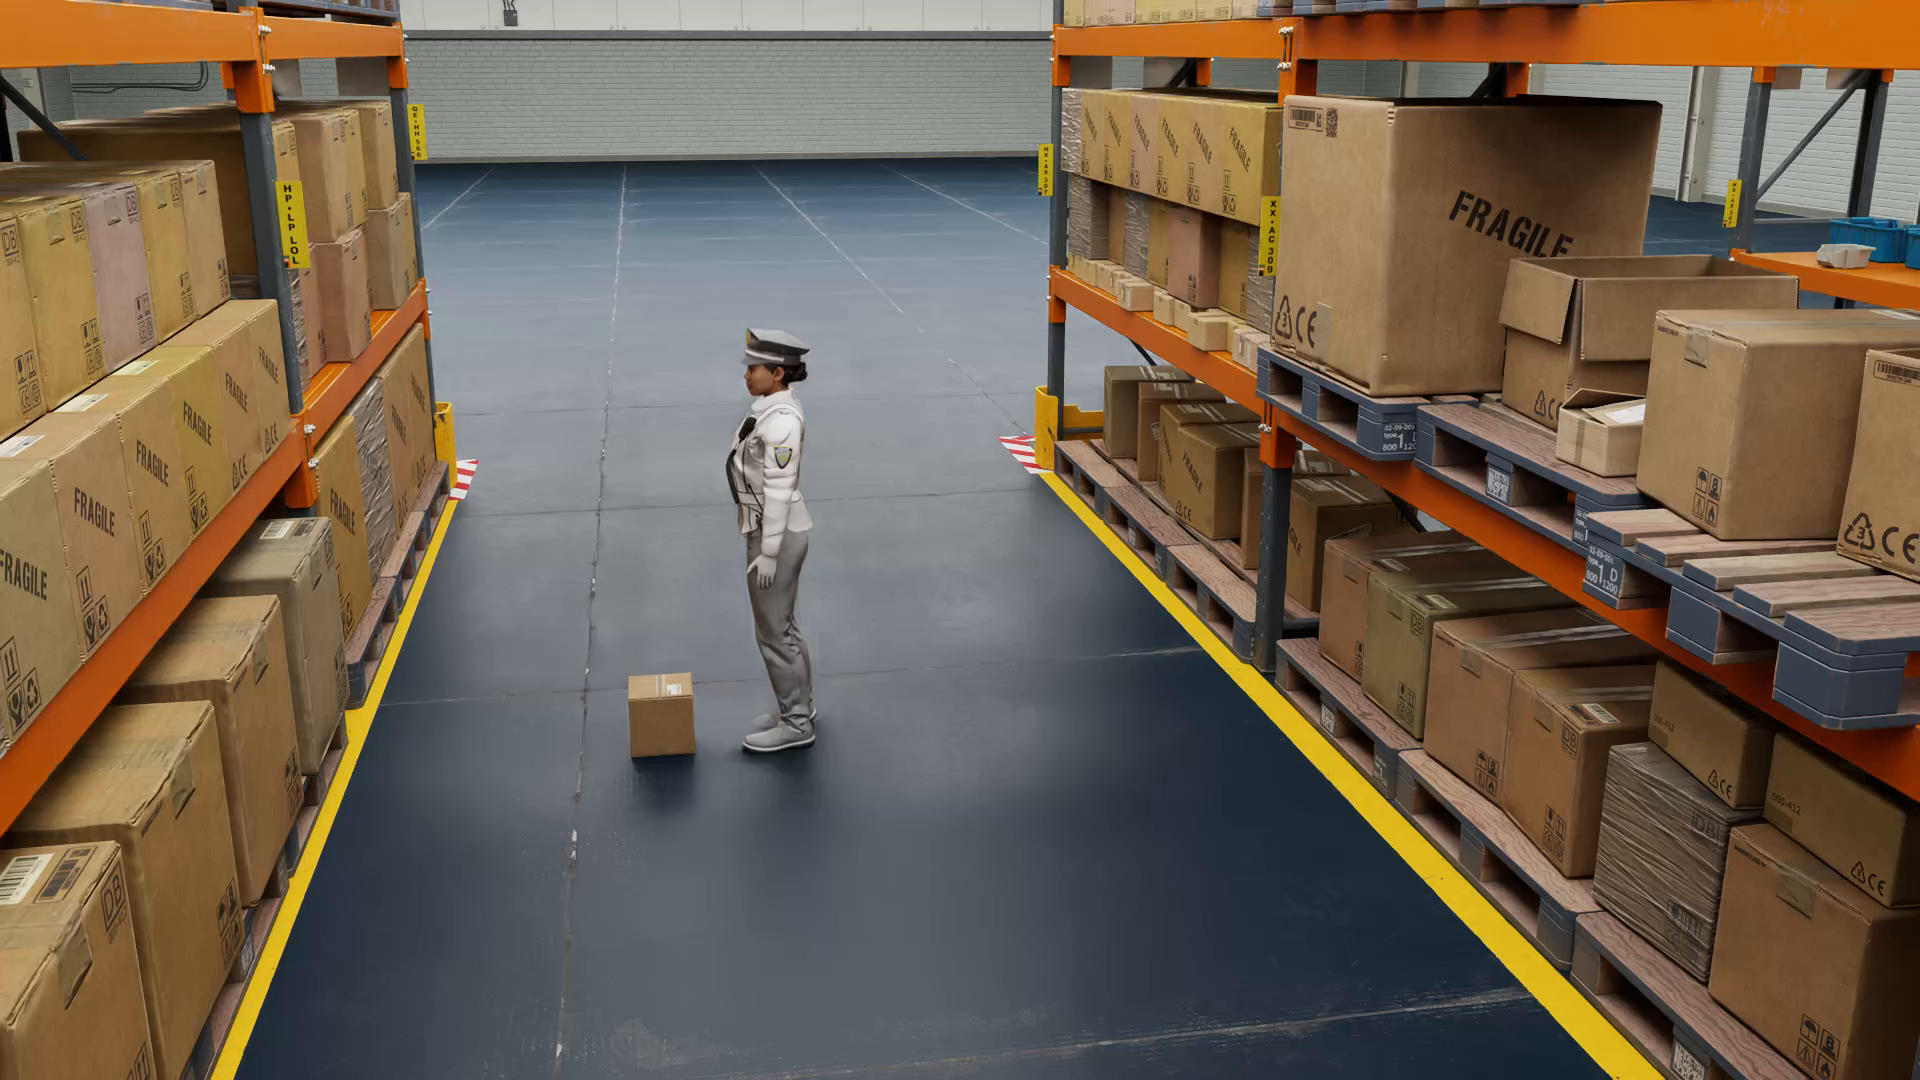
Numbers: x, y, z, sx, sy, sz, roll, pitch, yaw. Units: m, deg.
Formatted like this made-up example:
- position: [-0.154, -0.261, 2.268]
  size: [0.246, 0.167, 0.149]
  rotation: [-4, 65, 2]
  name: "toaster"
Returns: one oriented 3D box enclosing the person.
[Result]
- position: [-0.708, -0.033, 6.510]
  size: [0.279, 1.612, 0.426]
  rotation: [-3, 17, -9]
  name: "person"
